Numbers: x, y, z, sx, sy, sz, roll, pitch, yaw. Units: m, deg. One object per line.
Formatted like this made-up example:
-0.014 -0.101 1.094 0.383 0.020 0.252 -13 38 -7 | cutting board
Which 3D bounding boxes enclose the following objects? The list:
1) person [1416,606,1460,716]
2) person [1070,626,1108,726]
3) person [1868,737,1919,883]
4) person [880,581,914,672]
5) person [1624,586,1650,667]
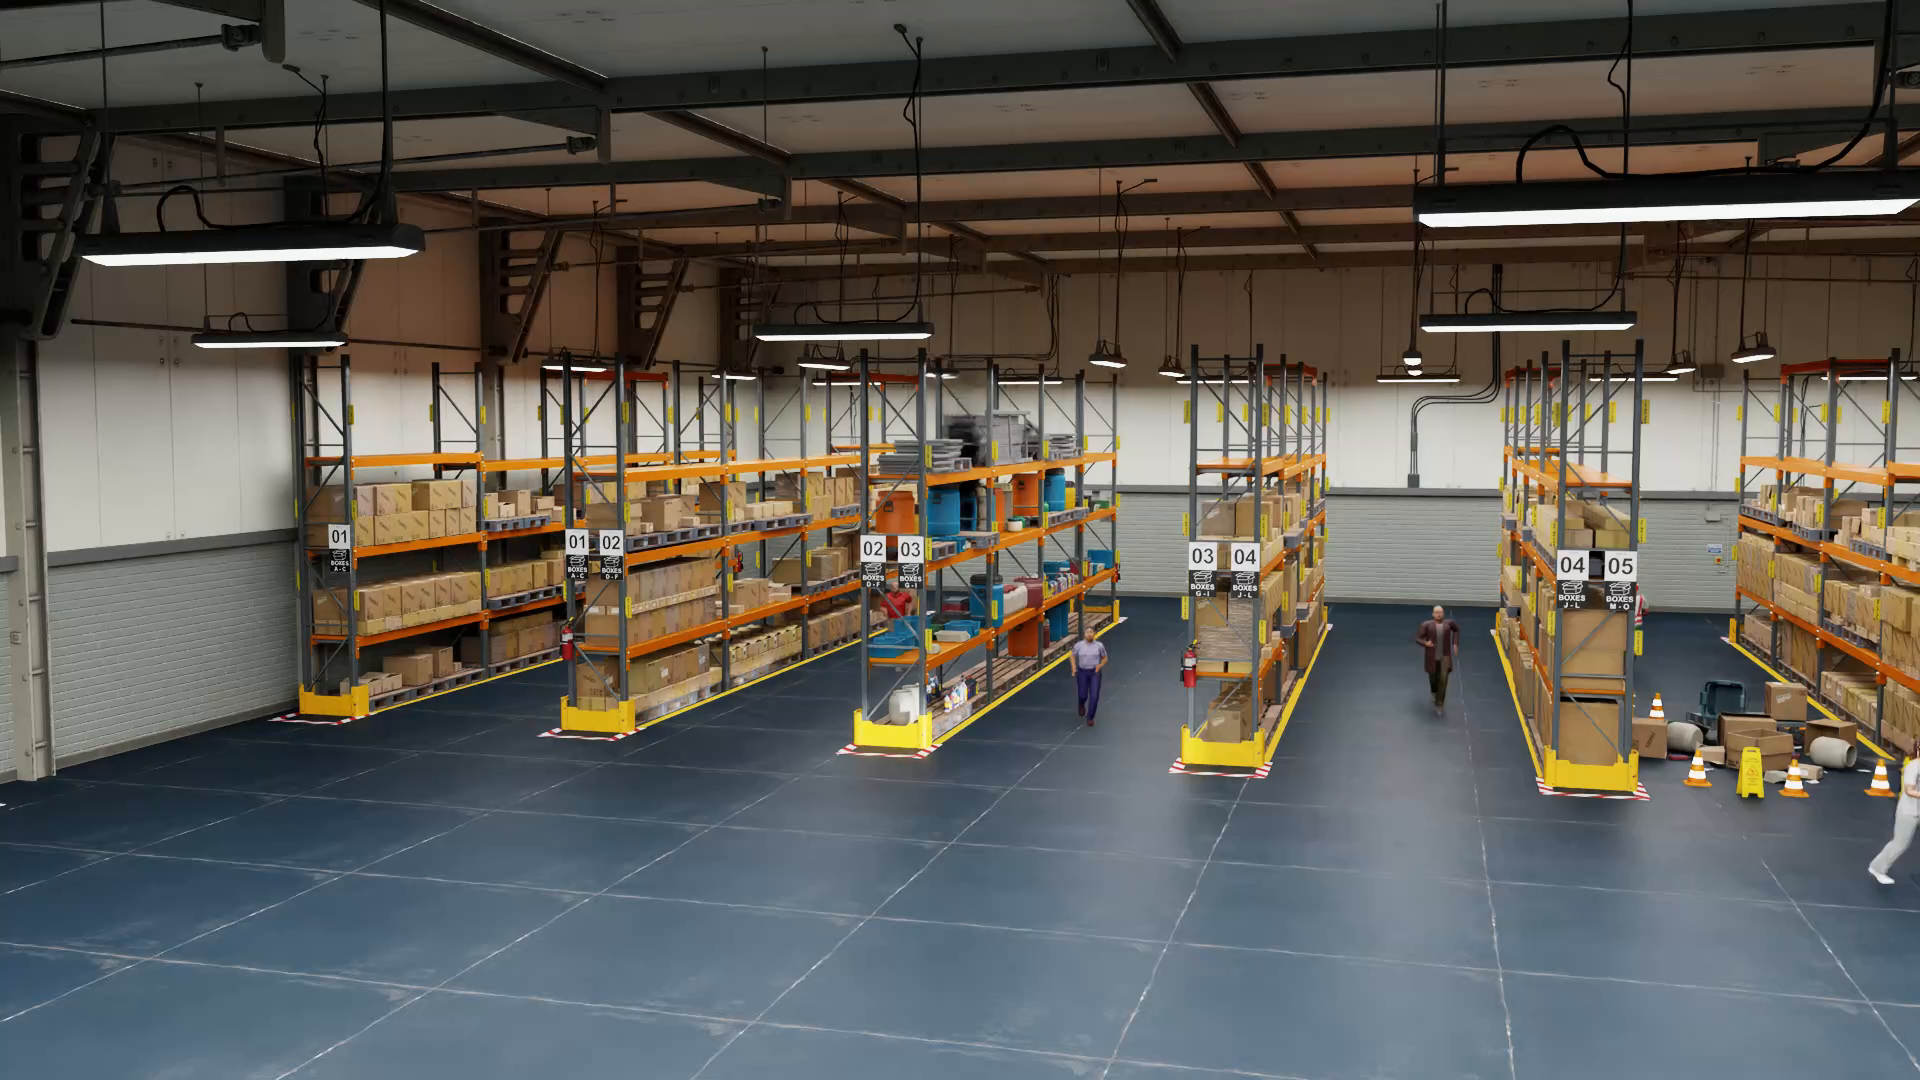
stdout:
8.093 2.022 28.181 0.742 1.834 1.010 1 4 10 | person
2.092 2.197 26.921 0.615 1.605 0.546 0 4 3 | person
9.926 2.874 17.368 0.586 1.702 0.837 -3 5 -32 | person
-1.262 1.675 32.878 0.608 1.767 0.909 1 4 13 | person
13.254 1.658 32.858 0.659 1.744 0.578 1 4 11 | person
